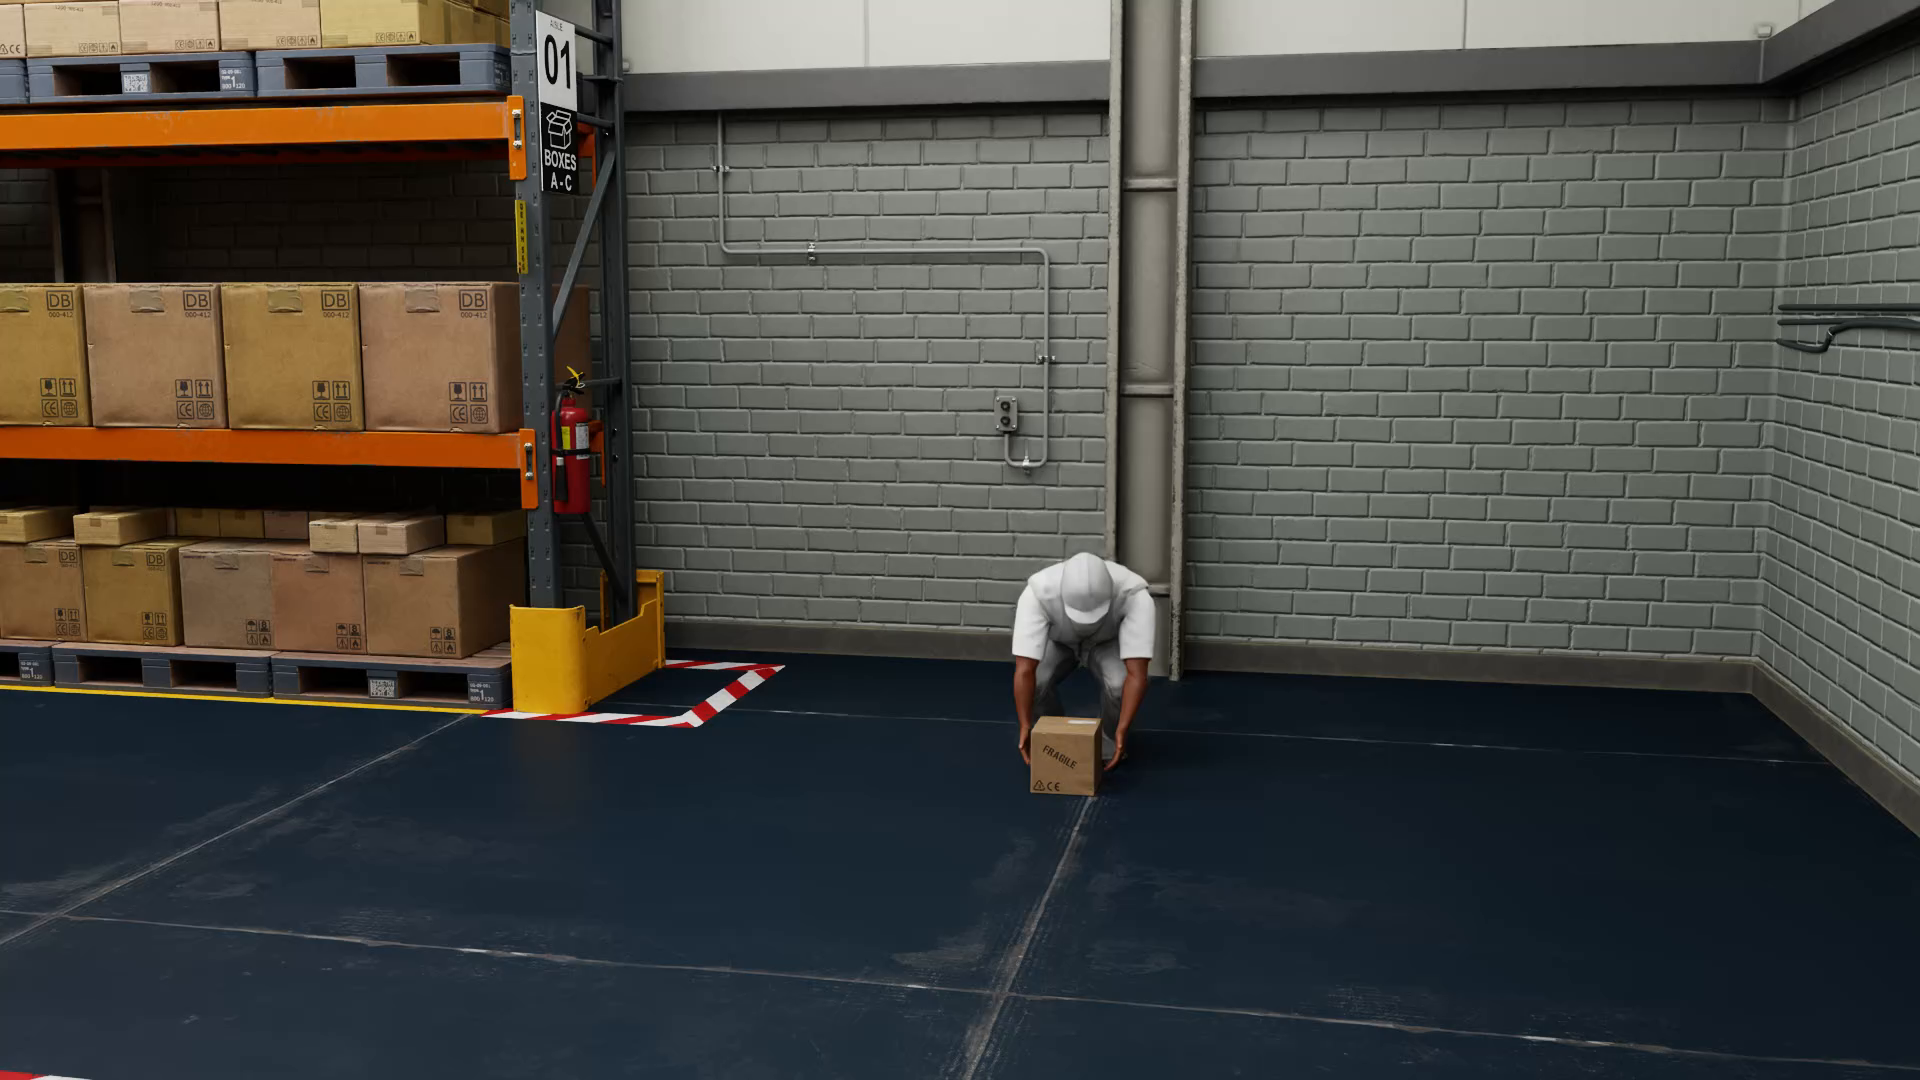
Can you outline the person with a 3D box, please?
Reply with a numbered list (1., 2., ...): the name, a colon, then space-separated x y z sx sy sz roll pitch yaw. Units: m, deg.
1. person: 0.529 0.438 6.868 0.572 0.878 0.899 2 8 11
